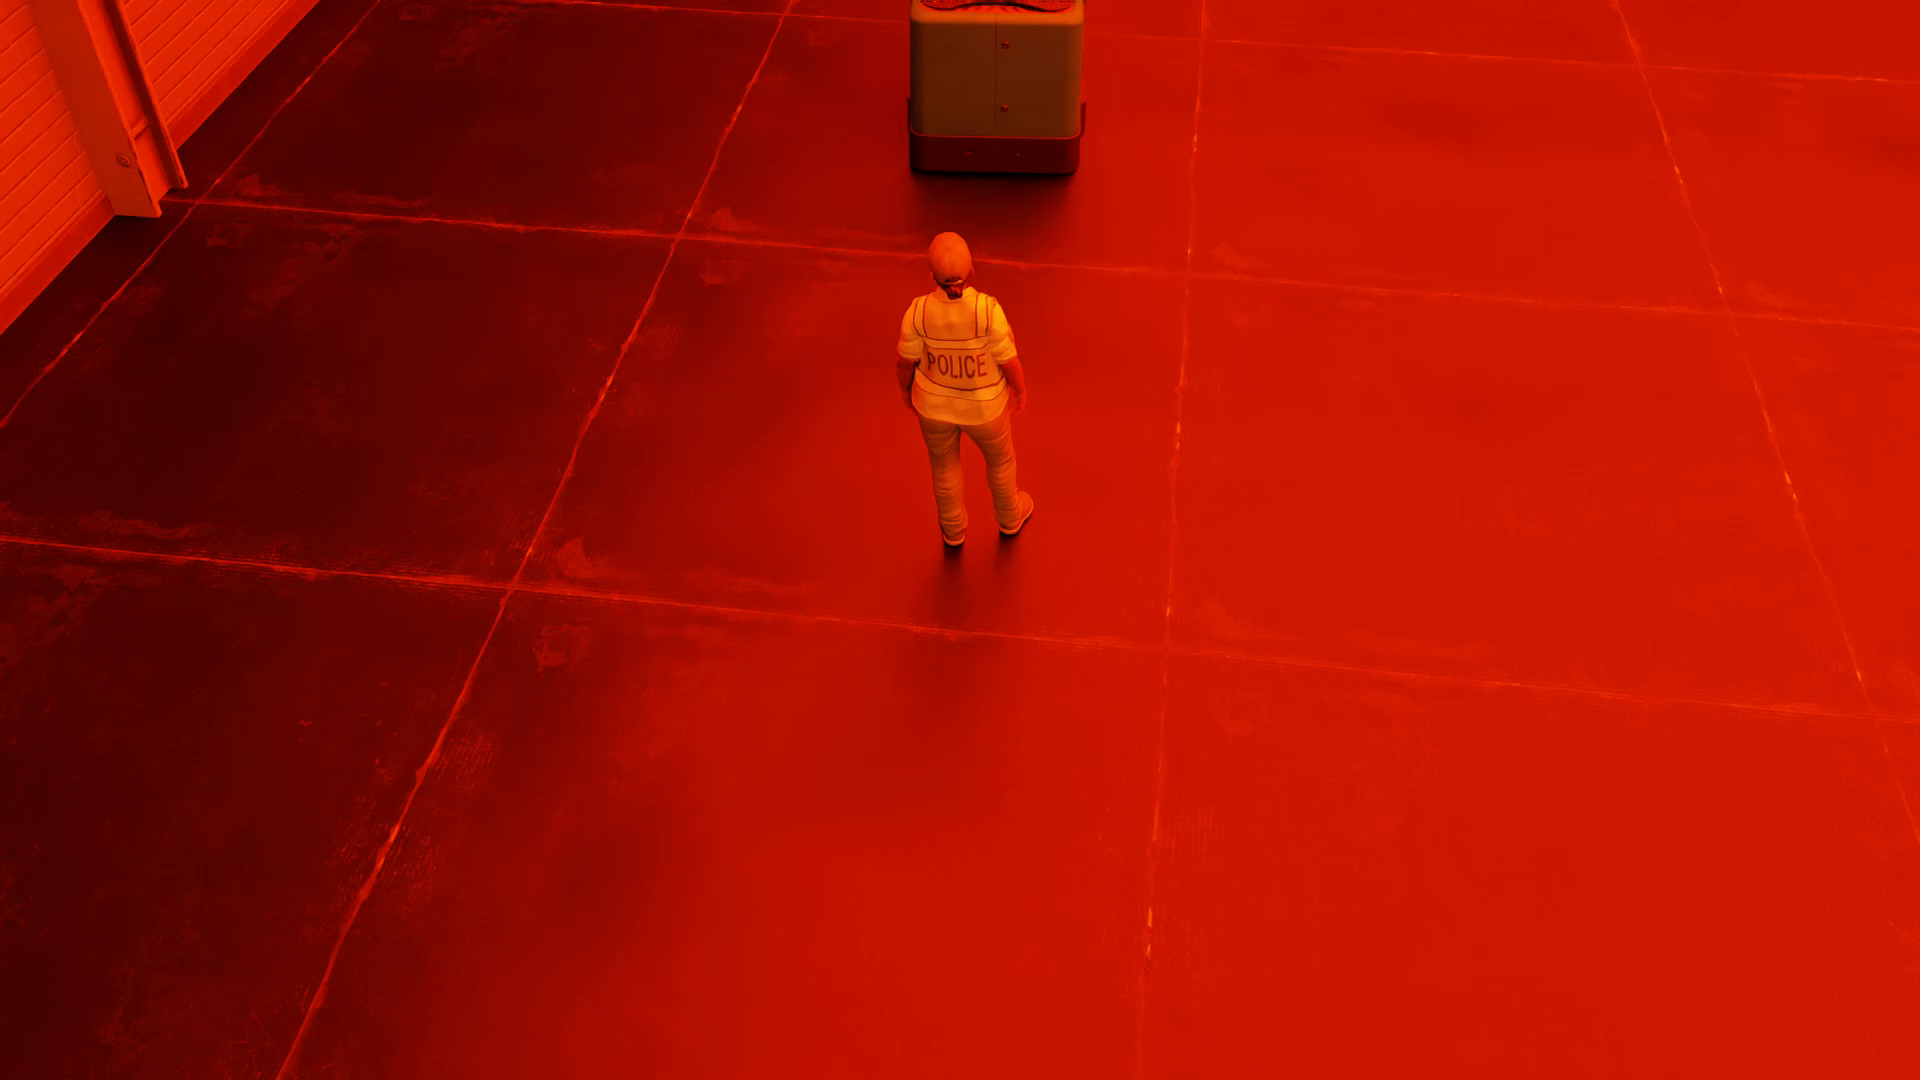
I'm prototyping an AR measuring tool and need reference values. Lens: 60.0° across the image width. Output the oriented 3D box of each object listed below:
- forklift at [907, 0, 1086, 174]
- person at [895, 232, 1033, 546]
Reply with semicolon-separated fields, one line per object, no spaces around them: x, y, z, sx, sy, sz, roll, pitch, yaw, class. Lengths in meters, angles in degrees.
0.272;-4.317;10.424;1.130;2.935;3.031;2;43;2;forklift
0.033;-0.668;7.376;0.598;1.670;0.529;5;43;6;person
